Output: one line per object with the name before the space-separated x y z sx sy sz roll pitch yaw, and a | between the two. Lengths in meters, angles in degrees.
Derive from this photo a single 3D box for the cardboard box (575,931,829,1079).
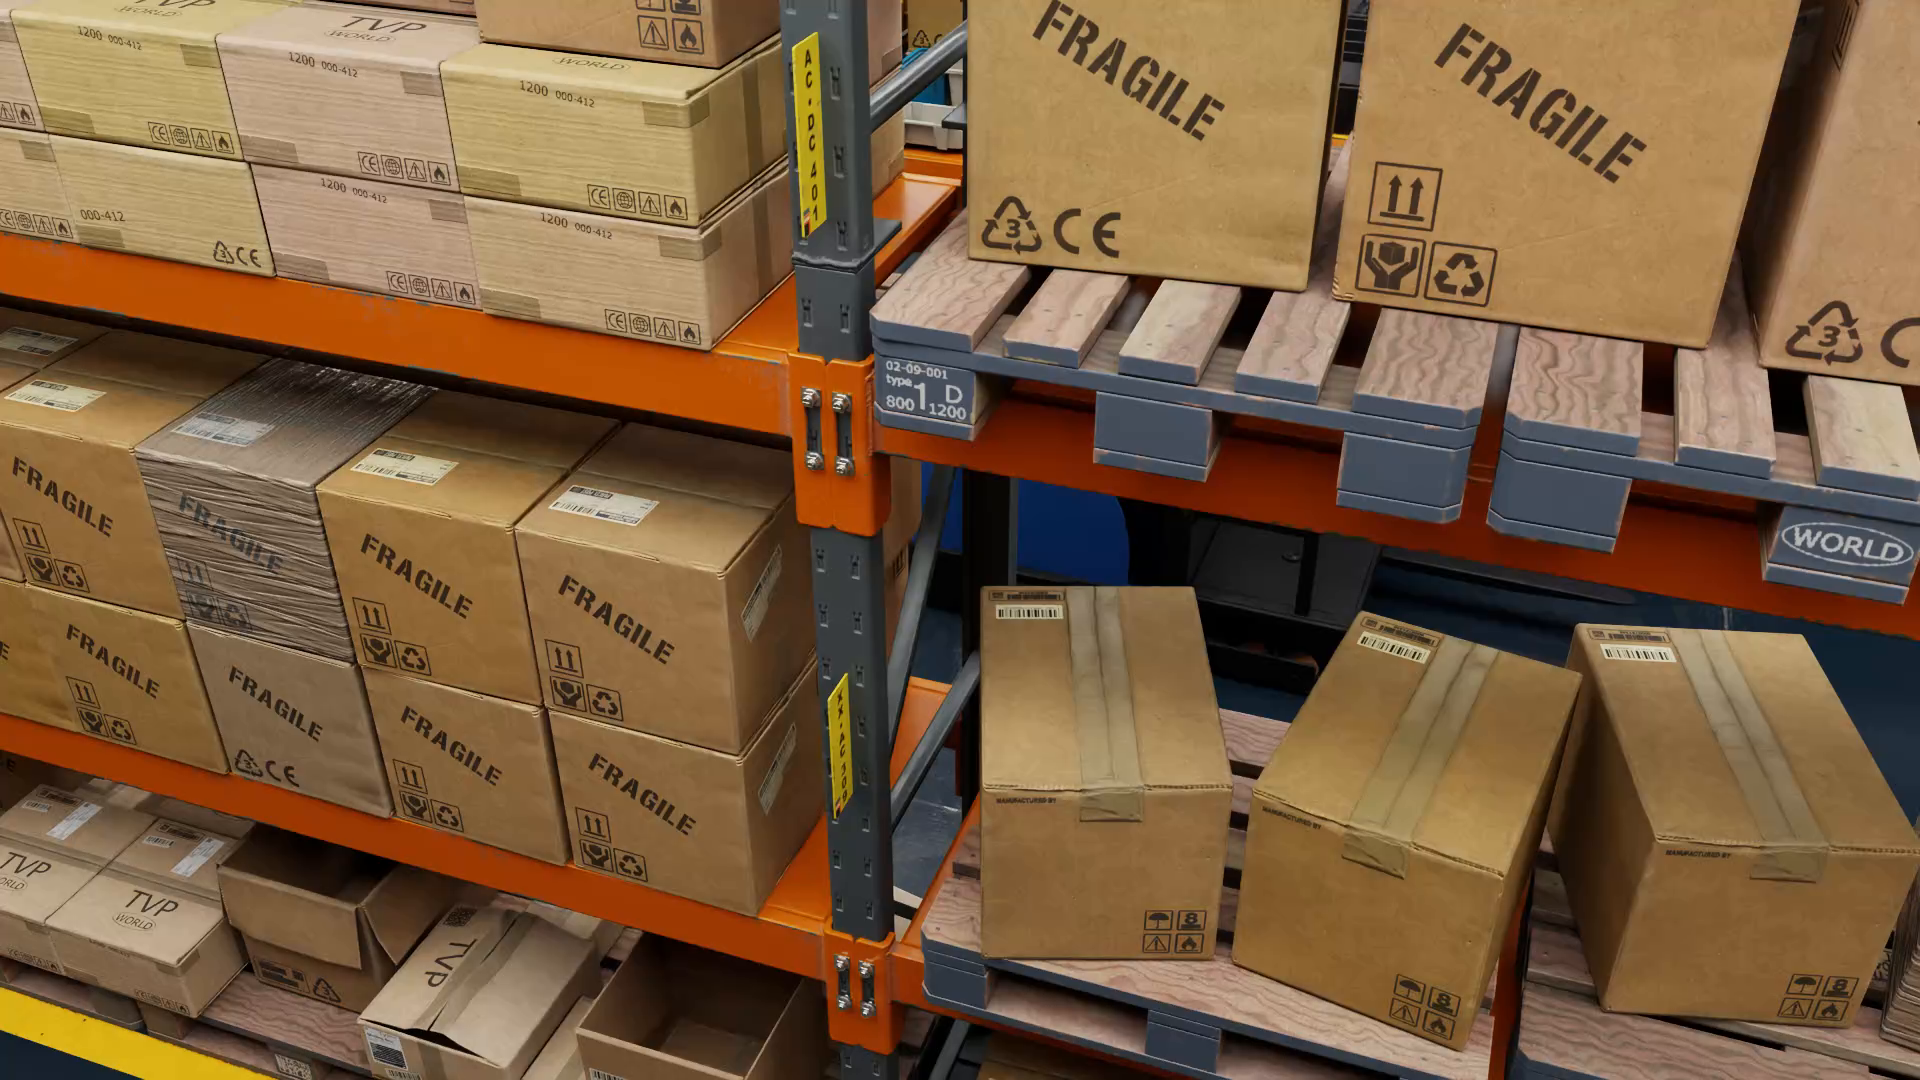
cardboard box | -0.707 1.427 4.673 0.500 0.500 0.500 11 34 16

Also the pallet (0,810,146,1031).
pallet | -3.018 1.121 5.820 1.213 0.211 1.003 11 34 16

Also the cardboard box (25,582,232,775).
cardboard box | -2.082 0.241 4.520 0.500 0.500 0.500 11 35 17

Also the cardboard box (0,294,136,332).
cardboard box | -2.363 -0.547 4.818 0.500 0.500 0.500 12 35 18

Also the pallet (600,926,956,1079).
pallet | -0.721 1.567 5.129 1.213 0.211 1.003 11 34 16

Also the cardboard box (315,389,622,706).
cardboard box | -1.121 0.007 3.960 0.500 0.500 0.500 10 34 16

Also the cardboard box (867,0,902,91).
cardboard box | -0.448 -1.101 3.603 0.500 0.250 0.500 11 34 16

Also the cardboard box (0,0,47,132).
cardboard box | -2.034 -1.114 3.622 0.500 0.250 0.500 11 34 16

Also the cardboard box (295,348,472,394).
cardboard box | -1.393 -0.359 4.526 0.500 0.500 0.500 10 34 15

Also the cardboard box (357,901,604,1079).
cardboard box | -1.413 1.370 4.936 0.500 0.311 0.500 11 34 16

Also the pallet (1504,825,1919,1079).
pallet | 1.859 0.981 3.643 1.213 0.211 1.003 11 34 16

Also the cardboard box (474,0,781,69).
cardboard box | -0.545 -1.270 3.172 0.500 0.500 0.700 11 34 16

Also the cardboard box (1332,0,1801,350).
cardboard box | 1.012 -0.759 2.823 0.600 0.600 0.600 11 34 16

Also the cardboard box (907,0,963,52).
cardboard box | 0.135 -4.476 13.488 0.875 0.875 0.875 11 34 16

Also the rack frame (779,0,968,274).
rack frame | -0.075 -1.999 2.550 0.127 3.000 1.000 11 34 16

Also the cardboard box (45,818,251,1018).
cardboard box | -2.482 1.187 5.275 0.500 0.250 0.500 11 34 16

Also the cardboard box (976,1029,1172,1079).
cardboard box | 0.299 1.600 4.406 0.500 0.500 0.500 9 34 14

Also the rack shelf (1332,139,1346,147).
rack shelf | 3.483 -1.339 7.721 4.000 0.370 1.077 11 34 16

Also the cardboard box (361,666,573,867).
cardboard box | -1.117 0.425 4.233 0.500 0.500 0.500 12 35 18

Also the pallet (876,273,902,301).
pallet | -0.258 -1.173 9.372 1.213 0.211 1.003 11 34 16

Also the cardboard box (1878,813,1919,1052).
cardboard box | 2.264 0.713 3.402 0.500 0.500 0.700 18 37 25

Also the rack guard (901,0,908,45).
rack guard | -0.517 -4.222 13.829 0.348 0.500 1.175 11 34 16

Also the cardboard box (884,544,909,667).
cardboard box | -0.462 0.247 4.510 0.500 0.500 0.500 12 35 18

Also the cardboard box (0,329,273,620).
cardboard box | -2.069 -0.178 4.247 0.500 0.500 0.500 11 34 16

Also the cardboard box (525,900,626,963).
cardboard box | -1.214 1.187 5.353 0.250 0.166 0.380 11 34 16

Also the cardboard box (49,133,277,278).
cardboard box | -1.563 -0.813 3.616 0.500 0.250 0.500 11 34 16

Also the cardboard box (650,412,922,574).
cardboard box | -0.423 -0.170 4.235 0.500 0.500 0.500 12 35 18

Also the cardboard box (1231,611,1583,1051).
cardboard box | 0.965 0.597 3.580 0.500 0.500 0.700 17 36 24

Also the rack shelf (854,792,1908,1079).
rack shelf | 1.808 1.190 3.805 4.000 0.370 1.077 11 34 16

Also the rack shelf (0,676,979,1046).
rack shelf | -1.957 0.458 4.939 4.000 0.370 1.077 11 34 16

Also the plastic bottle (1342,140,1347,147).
plastic bottle | 1.860 -1.749 7.739 0.185 0.351 0.144 11 34 16

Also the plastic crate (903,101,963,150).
plastic crate | -0.141 -2.087 8.404 0.466 0.136 0.293 11 34 16

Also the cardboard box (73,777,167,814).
cardboard box | -2.894 0.889 5.814 0.250 0.166 0.380 11 34 16

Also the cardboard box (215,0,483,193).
cardboard box | -1.093 -0.929 3.336 0.500 0.250 0.500 11 34 16

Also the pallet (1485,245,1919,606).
pallet | 1.493 -0.316 2.882 1.003 0.211 1.213 11 34 16

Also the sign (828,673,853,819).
sign | -0.250 0.436 3.511 0.005 0.325 0.100 11 34 16

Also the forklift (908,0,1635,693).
forklift | 1.297 -0.937 6.499 3.031 2.935 1.130 12 35 18

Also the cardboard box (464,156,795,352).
cardboard box | -0.622 -0.629 3.331 0.500 0.250 0.500 11 34 16
